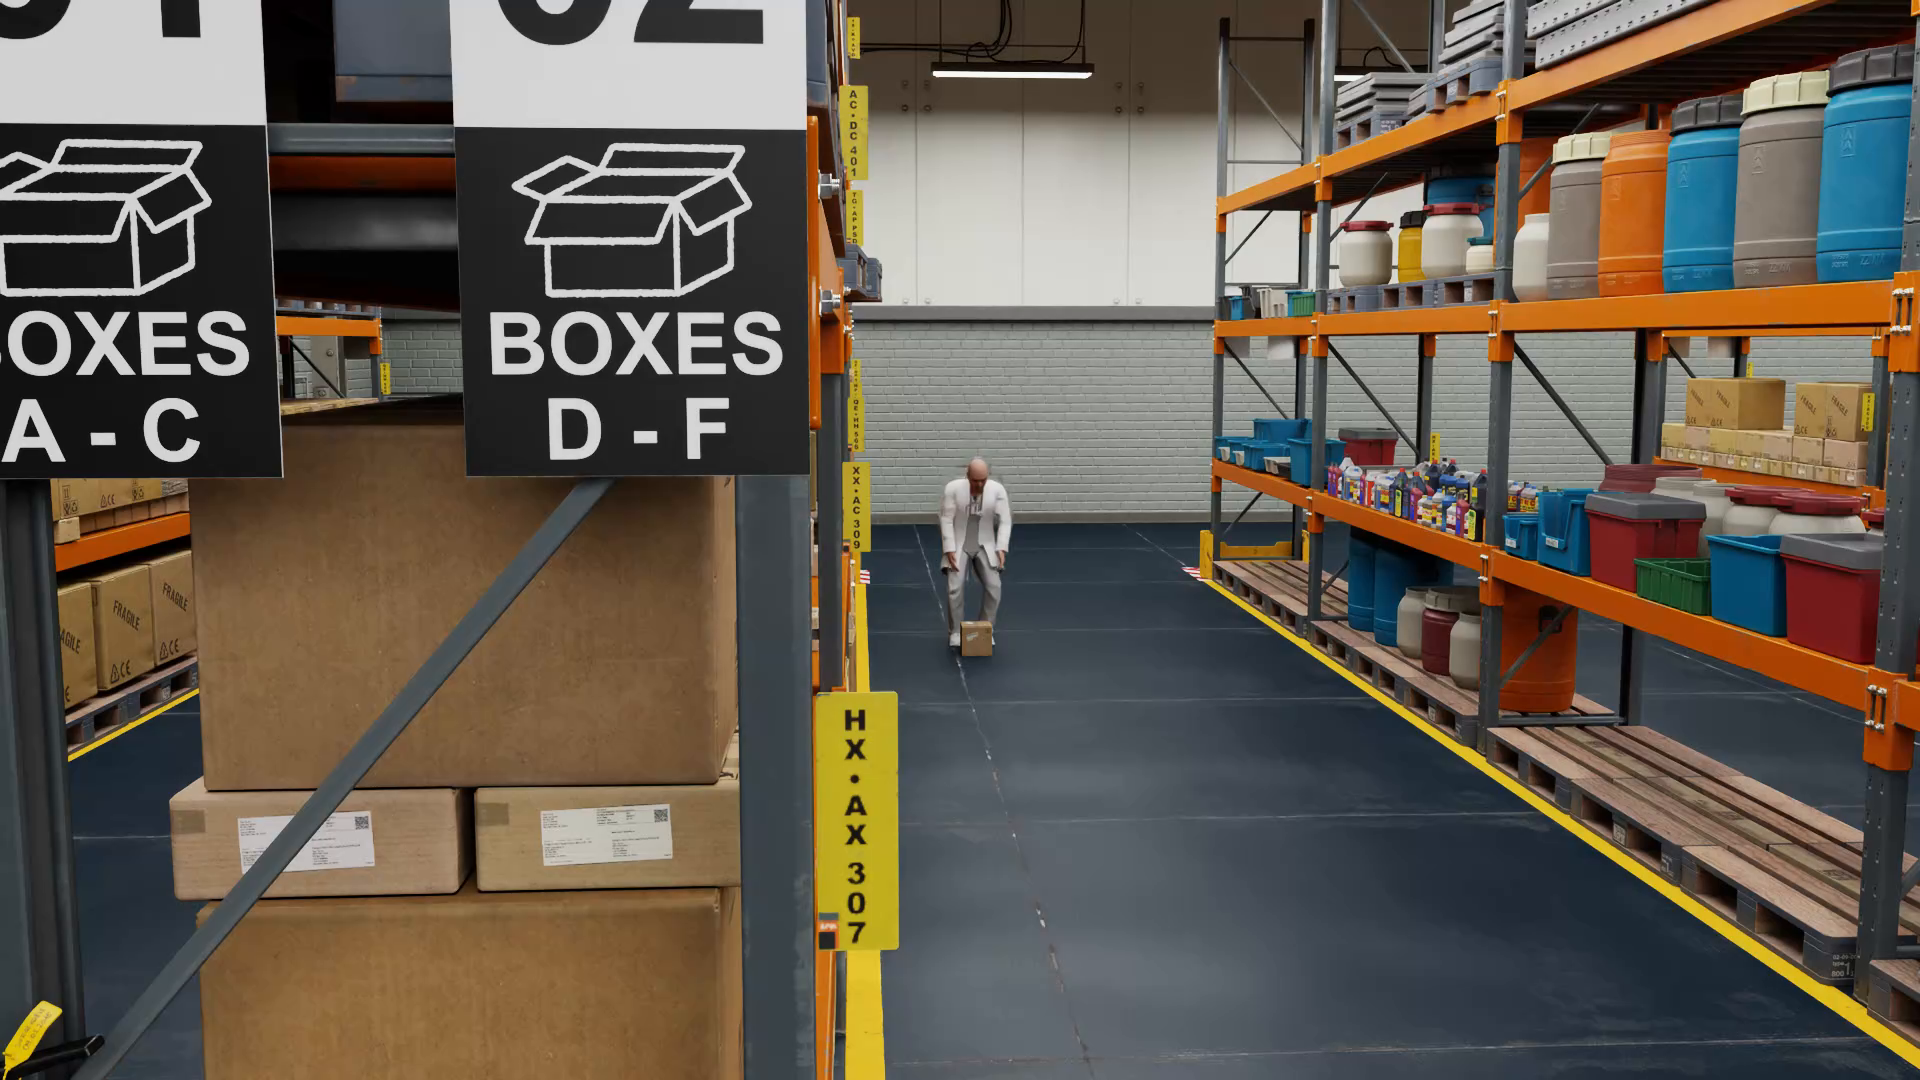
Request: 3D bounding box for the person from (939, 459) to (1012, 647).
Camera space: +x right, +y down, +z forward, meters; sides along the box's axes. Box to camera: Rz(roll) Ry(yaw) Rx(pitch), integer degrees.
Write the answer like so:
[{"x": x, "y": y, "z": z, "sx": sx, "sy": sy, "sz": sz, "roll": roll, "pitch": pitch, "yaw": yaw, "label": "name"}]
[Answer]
[{"x": 0.131, "y": 0.101, "z": 14.235, "sx": 0.618, "sy": 1.601, "sz": 0.564, "roll": 0, "pitch": 7, "yaw": -3, "label": "person"}]
